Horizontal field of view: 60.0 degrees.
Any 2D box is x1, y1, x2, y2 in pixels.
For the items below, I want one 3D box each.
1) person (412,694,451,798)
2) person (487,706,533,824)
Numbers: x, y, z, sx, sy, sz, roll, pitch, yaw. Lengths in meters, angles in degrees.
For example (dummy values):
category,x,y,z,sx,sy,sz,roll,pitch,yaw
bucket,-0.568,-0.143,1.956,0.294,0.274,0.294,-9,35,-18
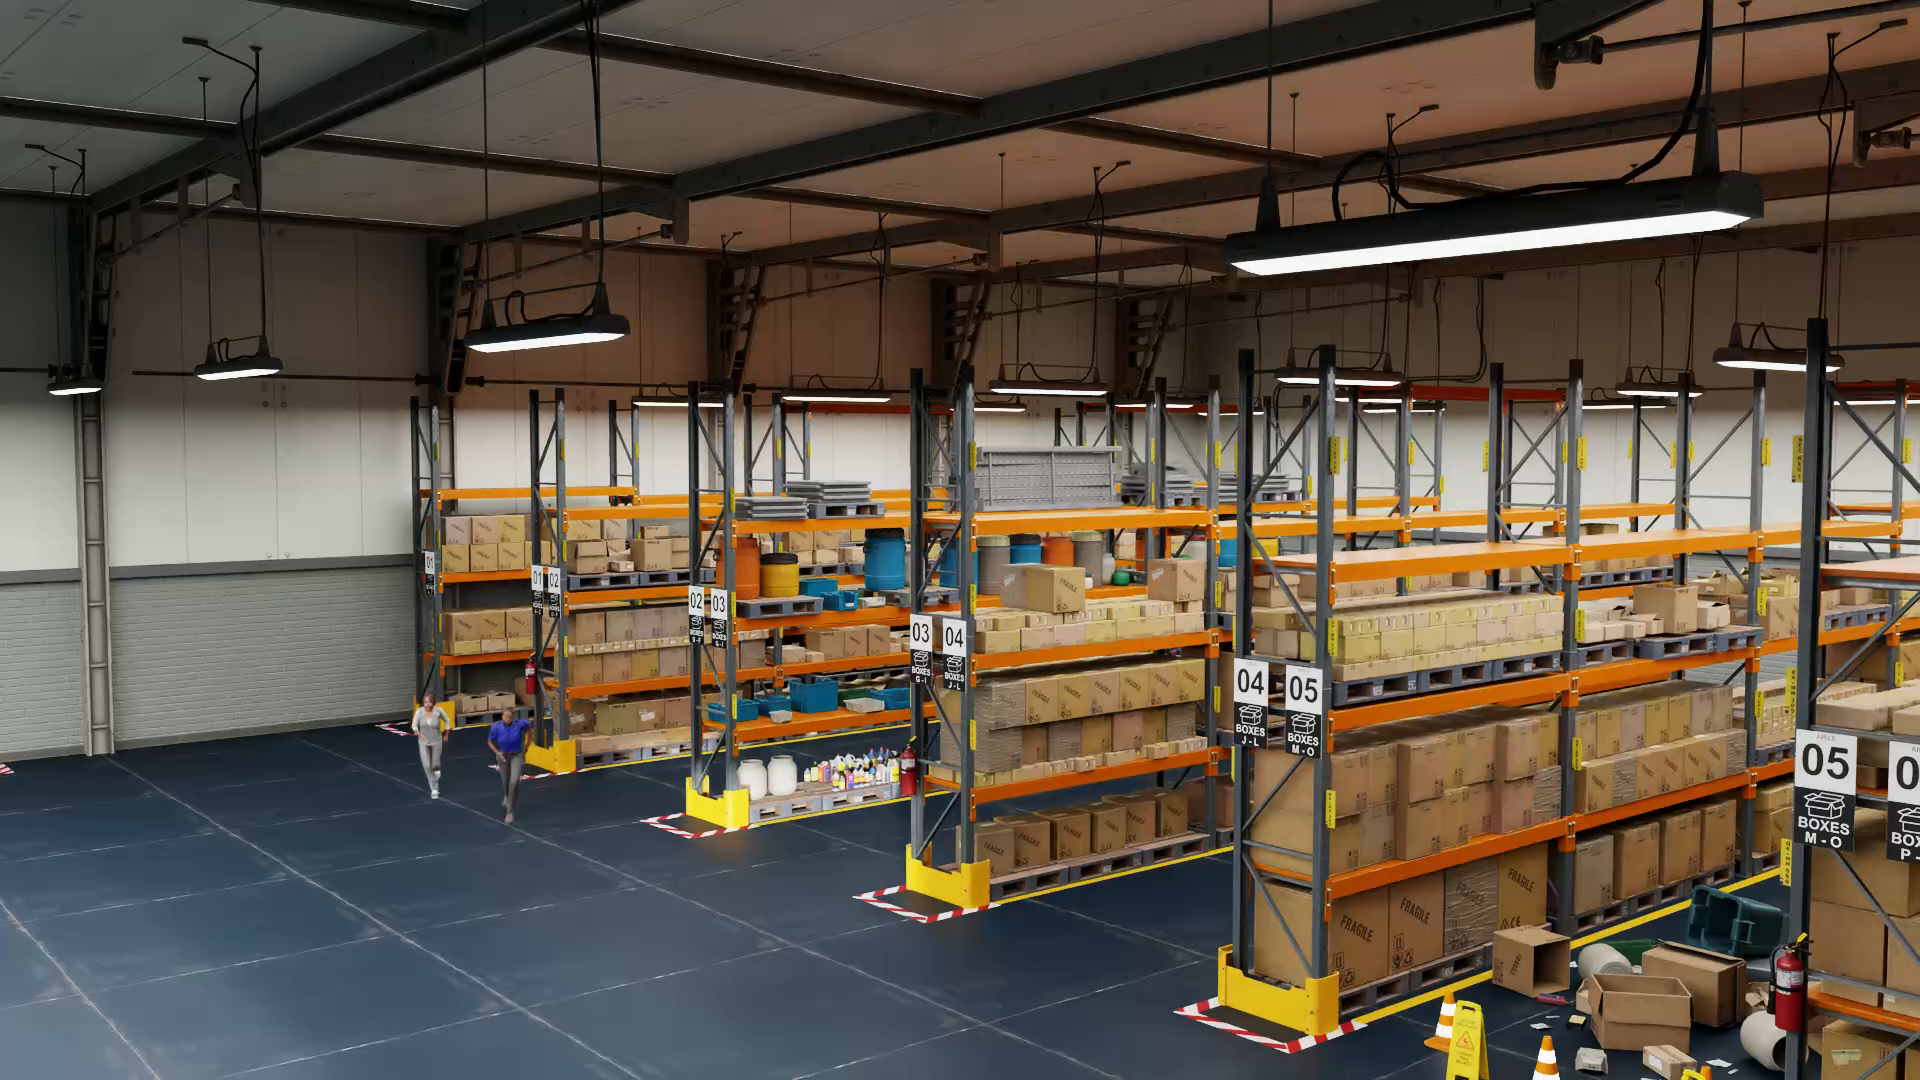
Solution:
category,x,y,z,sx,sy,sz,roll,pitch,yaw
person,-7.706,2.979,24.244,0.521,1.543,0.681,0,3,-8
person,-6.206,3.045,22.953,0.611,1.616,0.977,-1,4,-18
